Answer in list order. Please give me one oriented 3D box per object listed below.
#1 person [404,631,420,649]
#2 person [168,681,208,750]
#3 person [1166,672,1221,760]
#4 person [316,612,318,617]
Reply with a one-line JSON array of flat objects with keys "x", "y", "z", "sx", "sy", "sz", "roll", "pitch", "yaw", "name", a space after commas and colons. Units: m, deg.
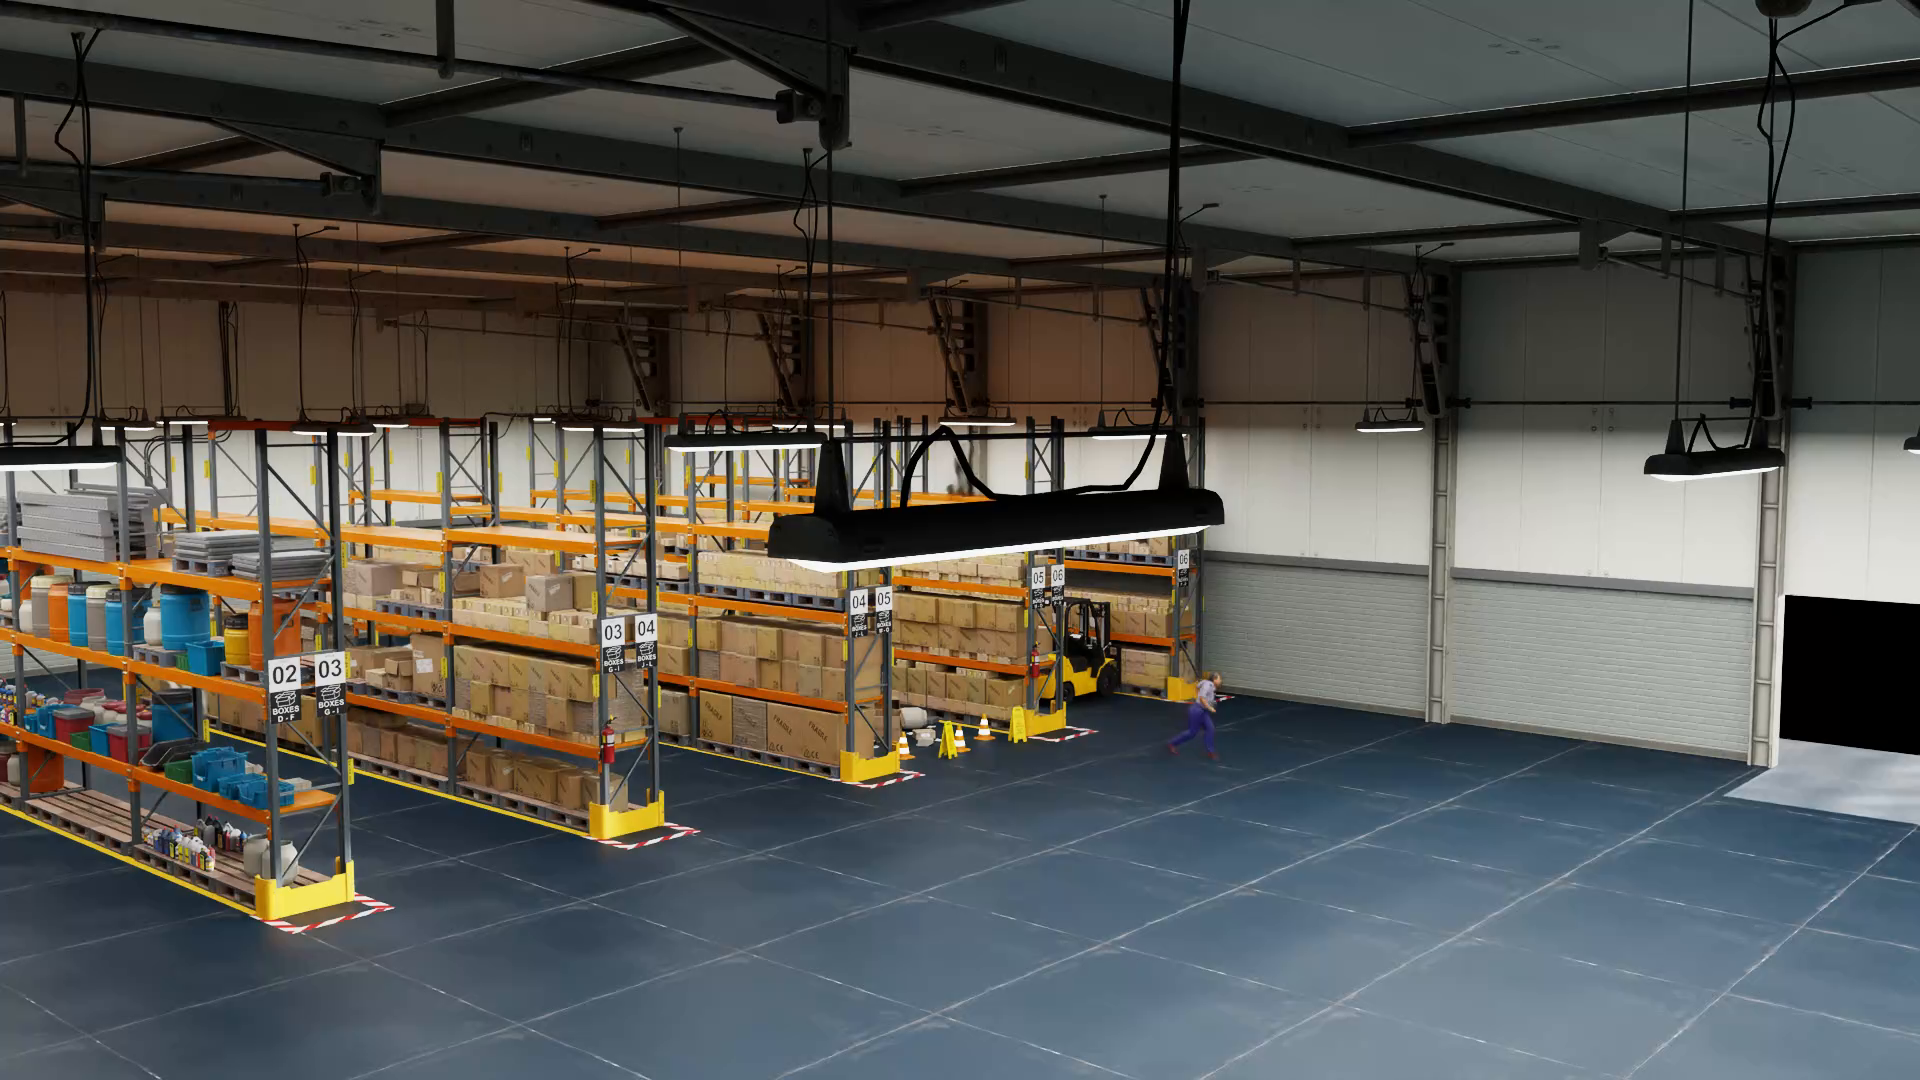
[{"x": -11.162, "y": 2.673, "z": 34.062, "sx": 0.631, "sy": 1.639, "sz": 0.600, "roll": 3, "pitch": 5, "yaw": 29, "name": "person"}, {"x": -13.794, "y": 2.963, "z": 29.981, "sx": 0.994, "sy": 1.755, "sz": 0.705, "roll": 4, "pitch": 6, "yaw": 41, "name": "person"}, {"x": 4.147, "y": 3.135, "z": 29.495, "sx": 0.975, "sy": 1.588, "sz": 0.641, "roll": 0, "pitch": 5, "yaw": 4, "name": "person"}, {"x": -14.256, "y": 2.382, "z": 37.040, "sx": 0.706, "sy": 1.760, "sz": 0.889, "roll": -4, "pitch": 6, "yaw": -39, "name": "person"}]
